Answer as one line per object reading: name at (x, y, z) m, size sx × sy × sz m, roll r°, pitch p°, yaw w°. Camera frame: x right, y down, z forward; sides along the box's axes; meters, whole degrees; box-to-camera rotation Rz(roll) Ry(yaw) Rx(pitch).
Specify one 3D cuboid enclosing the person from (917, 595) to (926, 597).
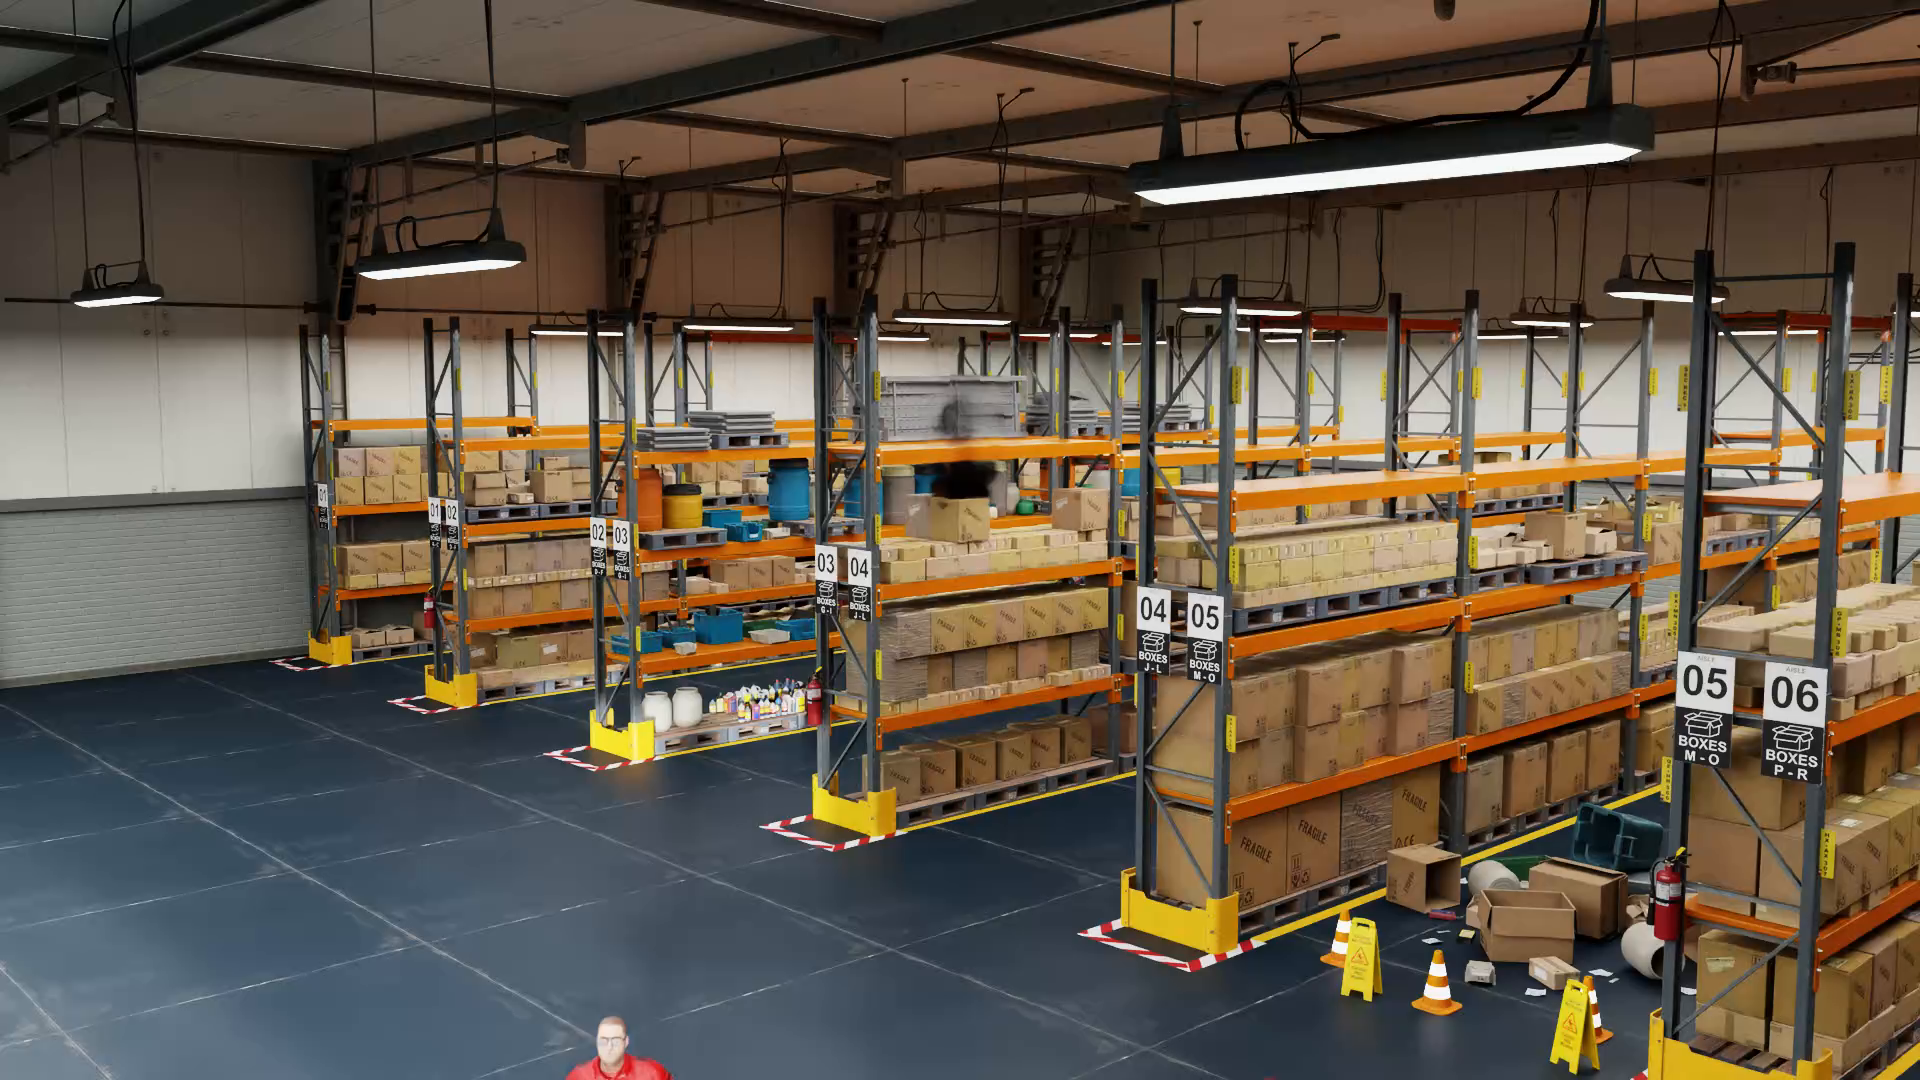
person at (-0.688, 1.428, 28.038) m, size 0.700 × 1.754 × 0.989 m, roll 5°, pitch 8°, yaw 42°

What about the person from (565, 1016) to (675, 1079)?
person at (-1.854, 3.421, 8.962) m, size 0.652 × 1.687 × 0.602 m, roll 0°, pitch 6°, yaw -3°
